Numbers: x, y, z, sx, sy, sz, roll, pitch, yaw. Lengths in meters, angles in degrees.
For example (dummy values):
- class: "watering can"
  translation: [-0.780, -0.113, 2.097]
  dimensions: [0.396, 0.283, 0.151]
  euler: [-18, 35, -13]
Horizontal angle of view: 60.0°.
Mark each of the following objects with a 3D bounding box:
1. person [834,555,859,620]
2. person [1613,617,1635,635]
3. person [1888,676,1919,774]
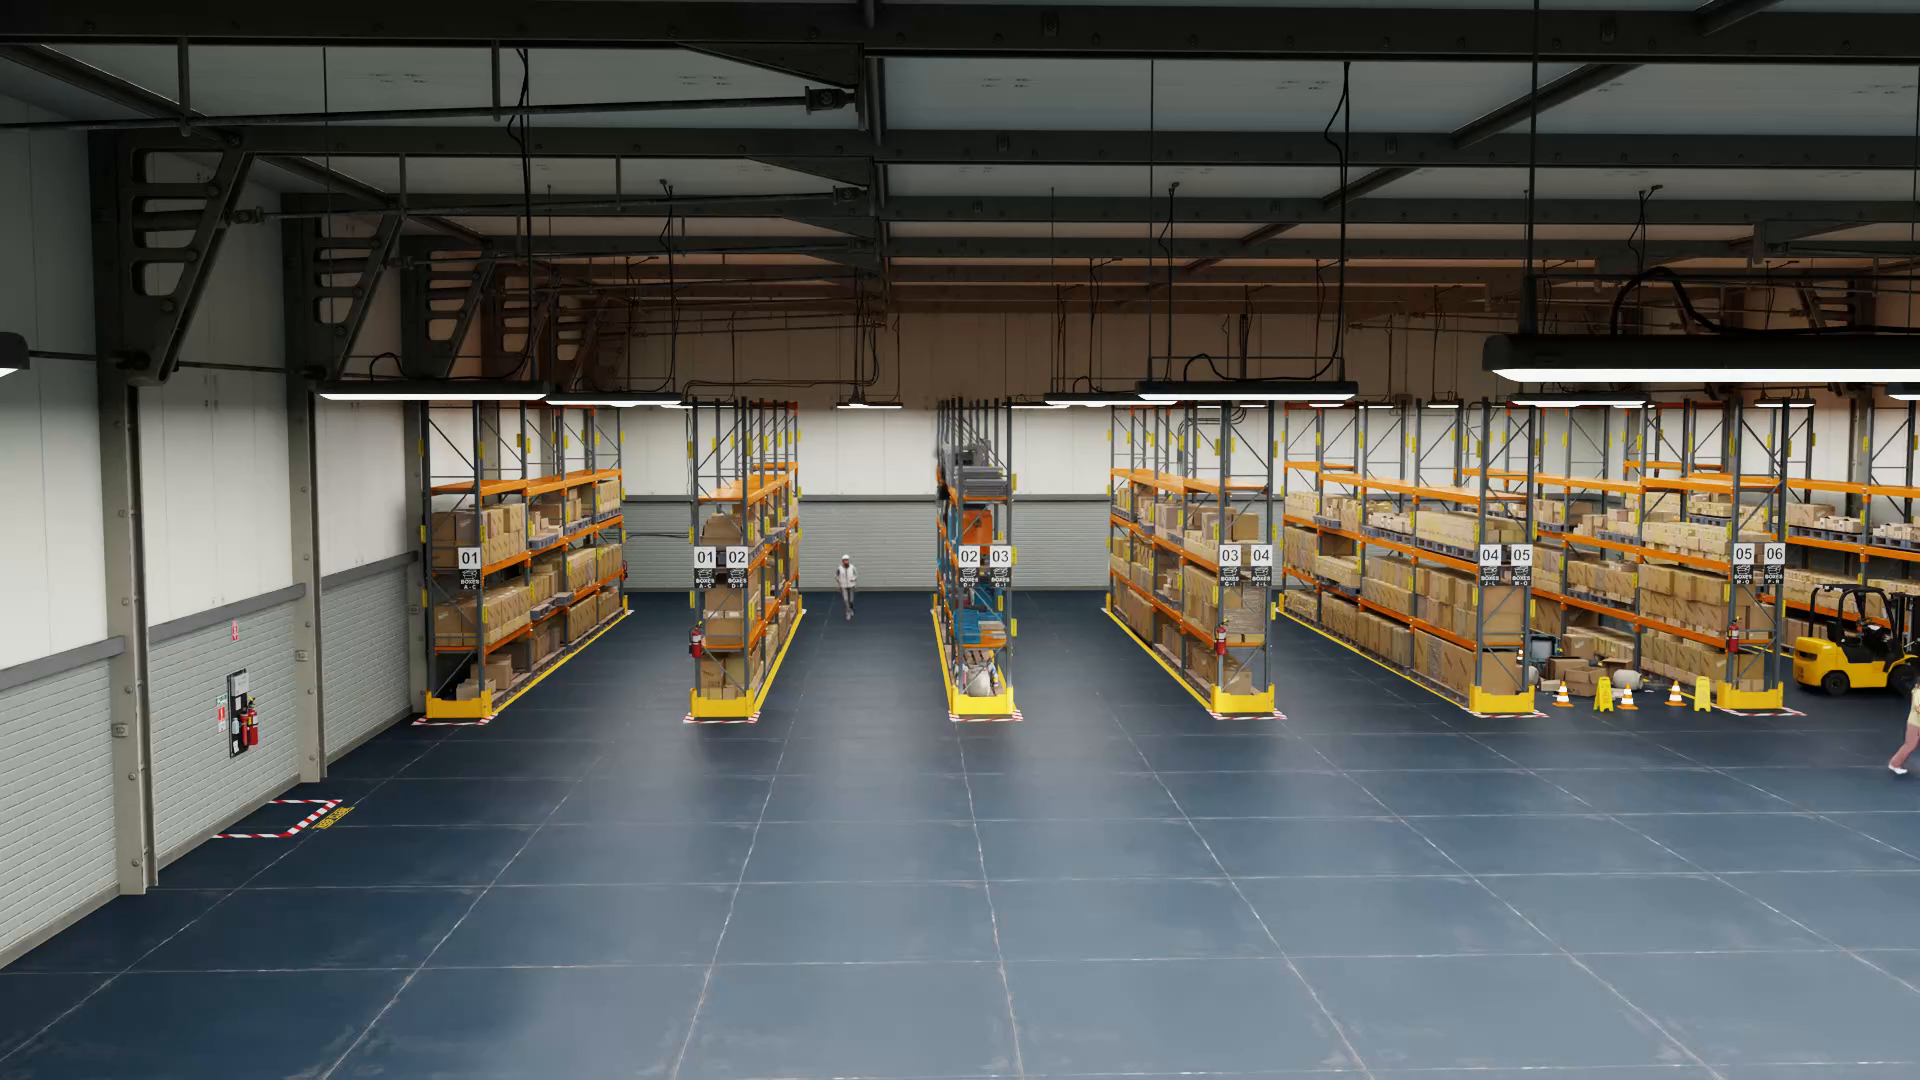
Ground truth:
- class: "person"
  translation: [-3.141, 1.294, 46.015]
  dimensions: [0.671, 1.781, 0.822]
  euler: [-1, 4, -8]
- class: "person"
  translation: [16.279, 1.688, 40.714]
  dimensions: [0.687, 1.774, 0.952]
  euler: [-1, 4, -9]
- class: "person"
  translation: [14.900, 2.891, 25.891]
  dimensions: [0.602, 1.673, 0.797]
  euler: [-4, 6, -42]
